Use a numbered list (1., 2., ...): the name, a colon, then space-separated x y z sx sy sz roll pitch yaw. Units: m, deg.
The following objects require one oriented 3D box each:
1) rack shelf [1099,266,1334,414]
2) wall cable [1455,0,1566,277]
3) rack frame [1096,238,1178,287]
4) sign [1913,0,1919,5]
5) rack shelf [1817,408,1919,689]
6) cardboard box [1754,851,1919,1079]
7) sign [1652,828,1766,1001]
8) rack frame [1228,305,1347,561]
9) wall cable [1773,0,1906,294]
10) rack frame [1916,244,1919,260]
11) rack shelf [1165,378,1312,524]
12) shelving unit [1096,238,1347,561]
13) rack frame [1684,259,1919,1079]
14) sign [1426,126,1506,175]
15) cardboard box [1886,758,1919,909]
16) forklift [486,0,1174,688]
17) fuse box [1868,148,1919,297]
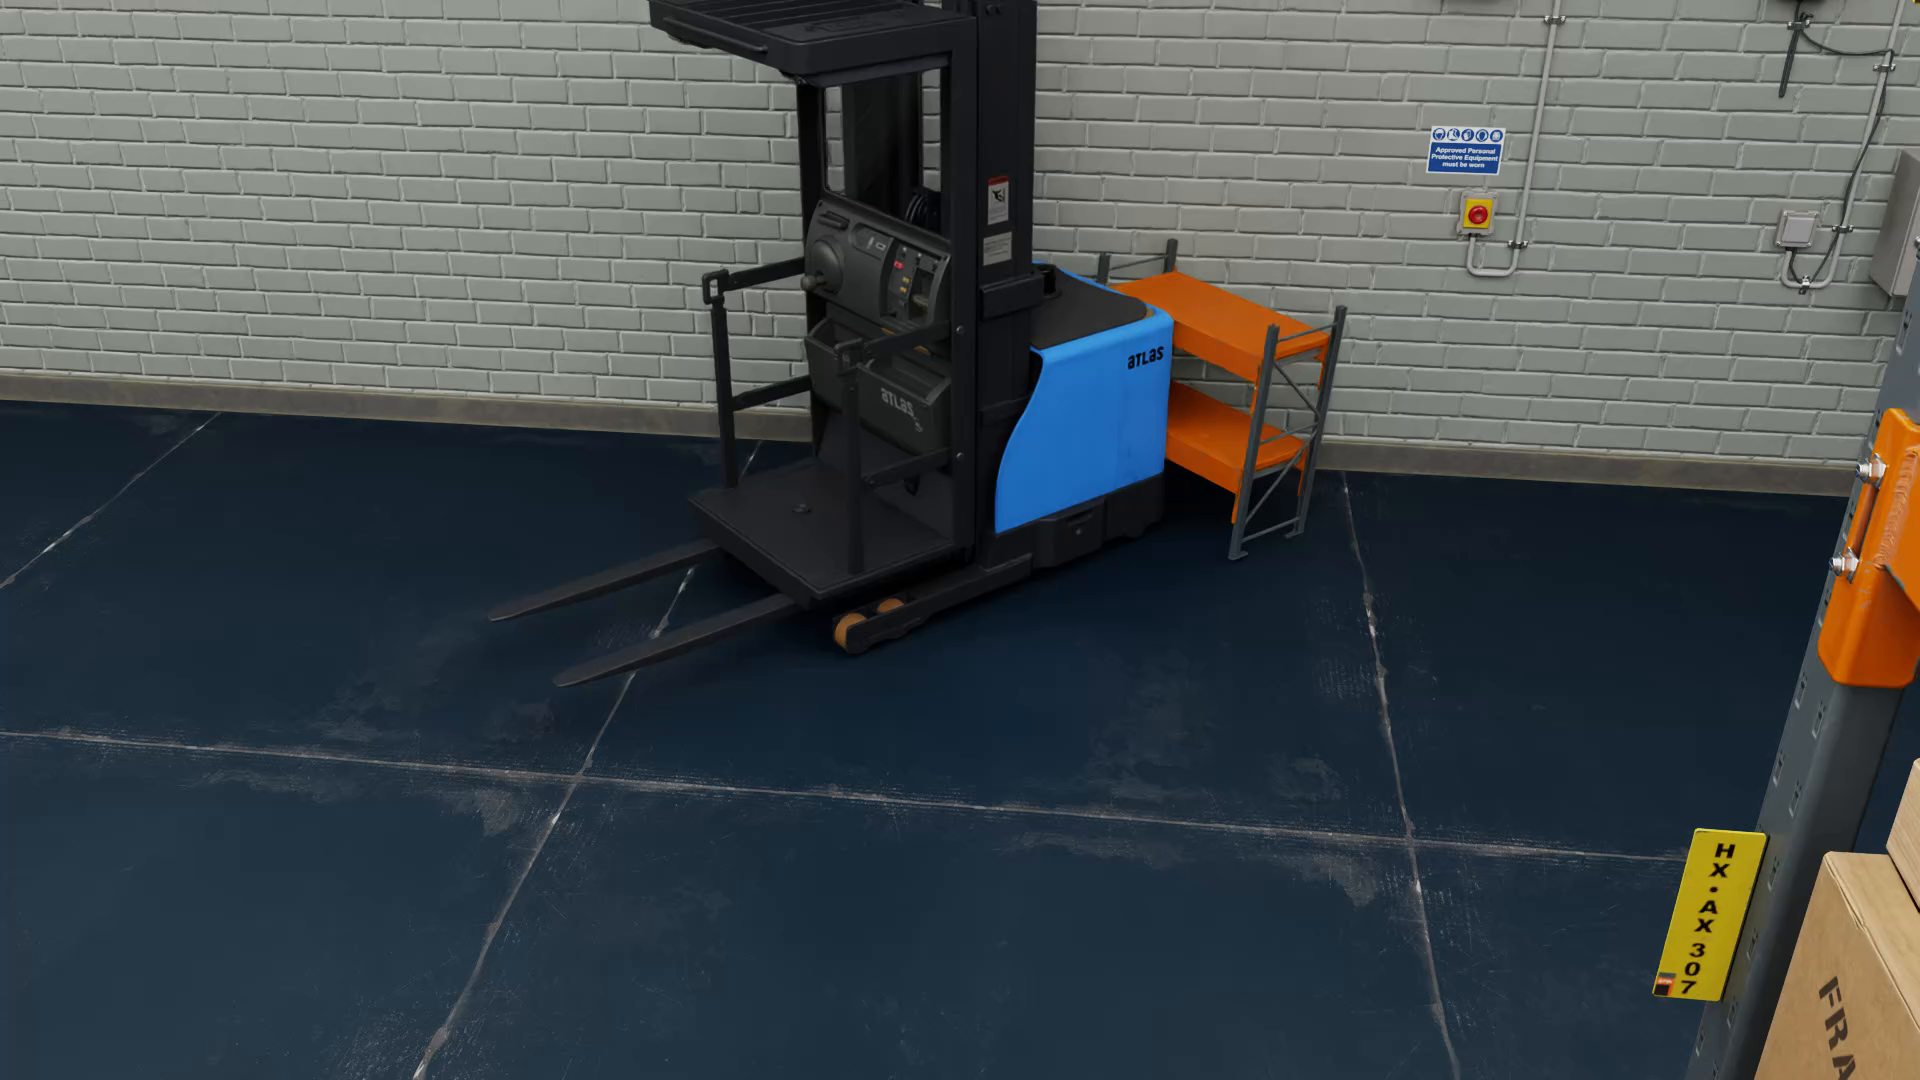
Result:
1. rack shelf: 1.150 -0.932 7.599 0.538 0.278 1.000 -19 36 -37
2. wall cable: 2.354 -2.092 7.367 0.585 1.953 0.123 3 28 6
3. rack frame: 0.800 -0.882 8.068 0.500 1.125 0.032 -19 36 -37
4. sign: 1.136 -0.751 1.814 0.100 0.325 0.005 3 28 6
5. rack shelf: 1.441 0.962 0.398 1.077 0.370 4.000 3 28 6
6. cardboard box: 1.345 0.749 2.037 0.500 0.500 0.500 3 28 5
7. sign: 1.136 0.573 2.527 0.100 0.325 0.005 3 28 6
8. rack frame: 1.455 -0.469 7.409 0.500 1.125 0.032 -19 36 -37
9. wall cable: 3.763 -2.002 7.232 0.588 1.984 0.122 3 28 6
10. rack frame: 1.686 -1.617 1.263 1.000 3.000 0.127 3 28 6
11. rack shelf: 1.110 -0.461 7.855 0.538 0.278 1.000 -19 36 -37
12. shelving unit: 1.128 -0.676 7.738 0.538 1.125 1.048 -19 36 -37
13. rack frame: 1.686 1.024 2.686 1.000 3.000 0.127 3 28 6
14. sign: 2.314 -1.782 7.610 0.327 0.218 0.001 3 28 6
15. cardboard box: 1.368 0.406 1.991 0.380 0.149 0.250 4 29 7
16. forklift: -0.513 -1.103 6.708 3.031 2.935 1.130 -20 34 -32
17. fuse box: 4.421 -0.873 7.567 0.539 1.711 0.414 3 28 6
